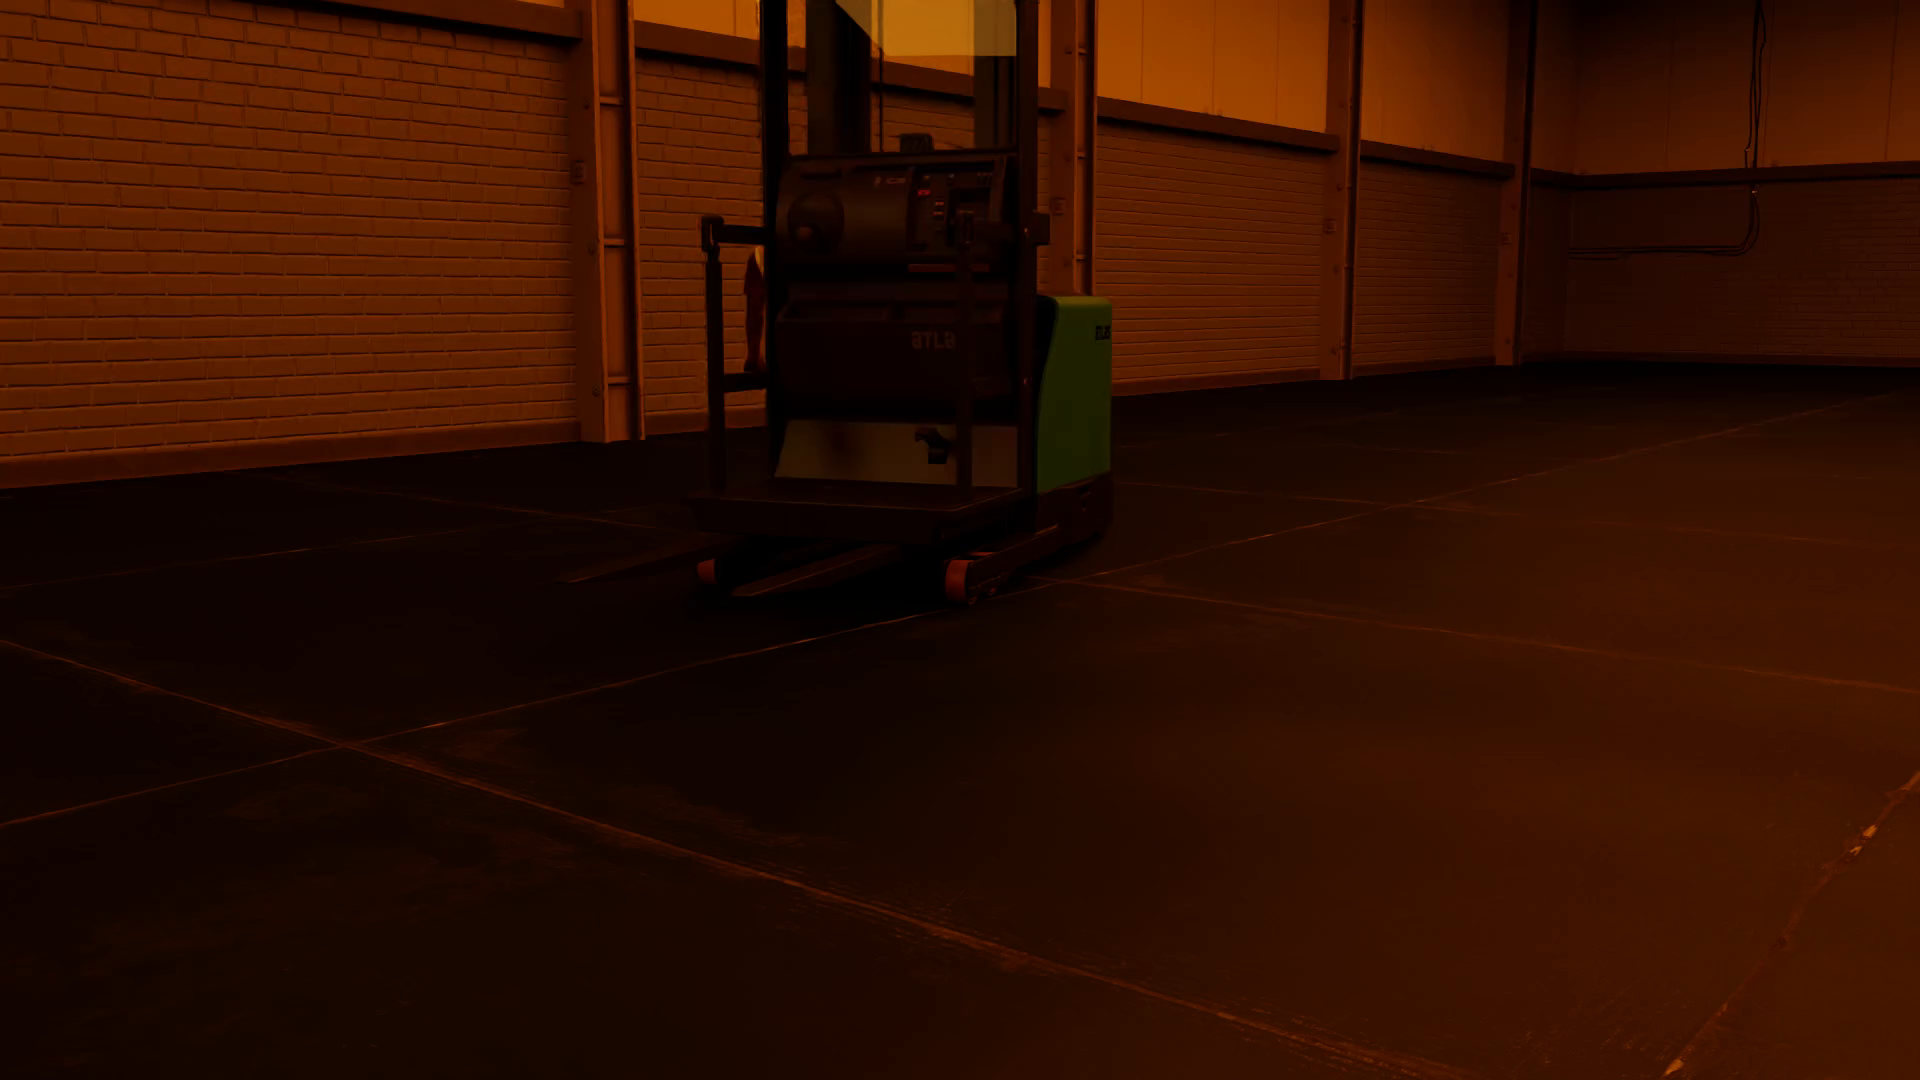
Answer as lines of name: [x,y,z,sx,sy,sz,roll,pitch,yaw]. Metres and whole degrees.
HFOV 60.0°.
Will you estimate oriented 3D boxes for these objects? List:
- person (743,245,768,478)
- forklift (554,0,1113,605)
person: [-0.761,-0.924,7.983,0.502,1.718,0.897,-7,11,-39]
forklift: [-0.344,-1.290,6.095,1.130,2.935,3.031,3,9,22]
